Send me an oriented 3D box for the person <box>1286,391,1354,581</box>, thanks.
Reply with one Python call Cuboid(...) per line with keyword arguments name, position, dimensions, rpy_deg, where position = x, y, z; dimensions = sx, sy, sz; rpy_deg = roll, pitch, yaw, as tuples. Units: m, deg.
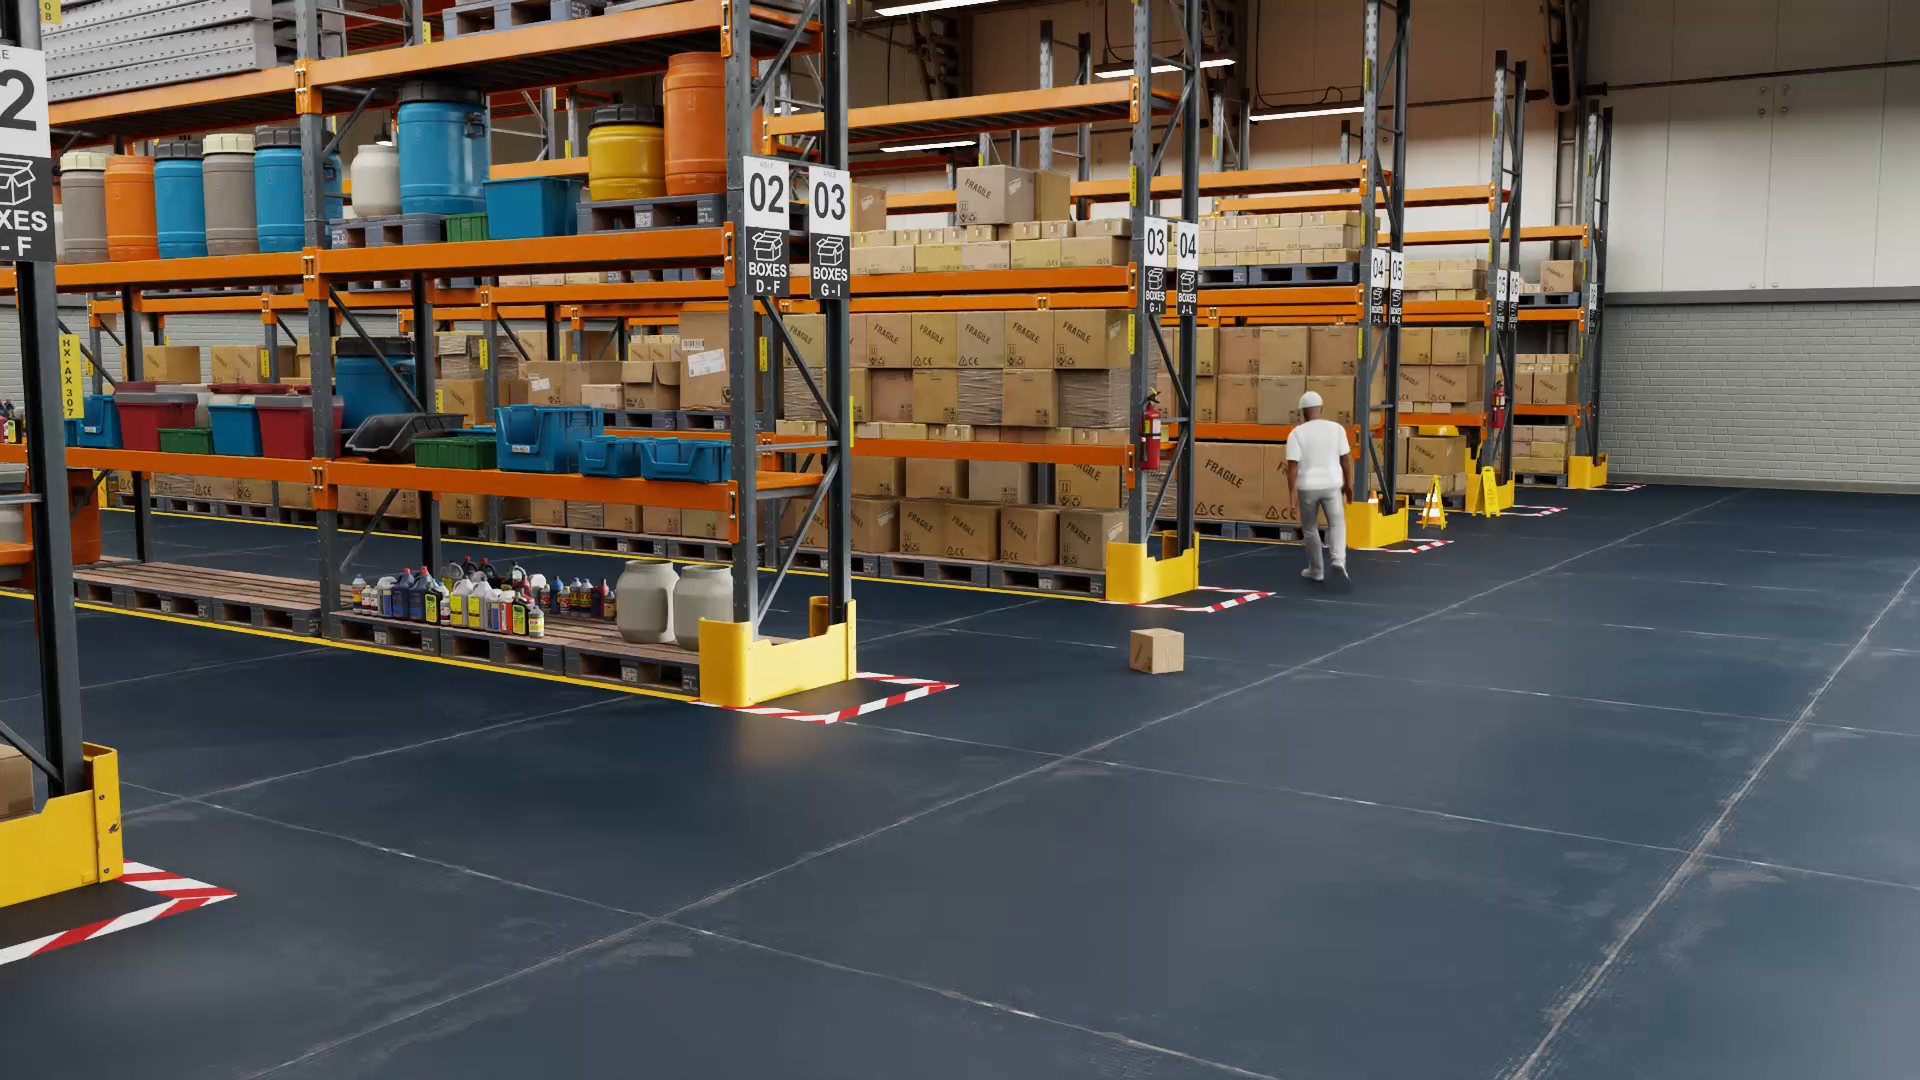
Cuboid(name="person", position=(3.242, -0.468, 14.972), dimensions=(0.614, 1.722, 0.921), rpy_deg=(1, 6, 8))
